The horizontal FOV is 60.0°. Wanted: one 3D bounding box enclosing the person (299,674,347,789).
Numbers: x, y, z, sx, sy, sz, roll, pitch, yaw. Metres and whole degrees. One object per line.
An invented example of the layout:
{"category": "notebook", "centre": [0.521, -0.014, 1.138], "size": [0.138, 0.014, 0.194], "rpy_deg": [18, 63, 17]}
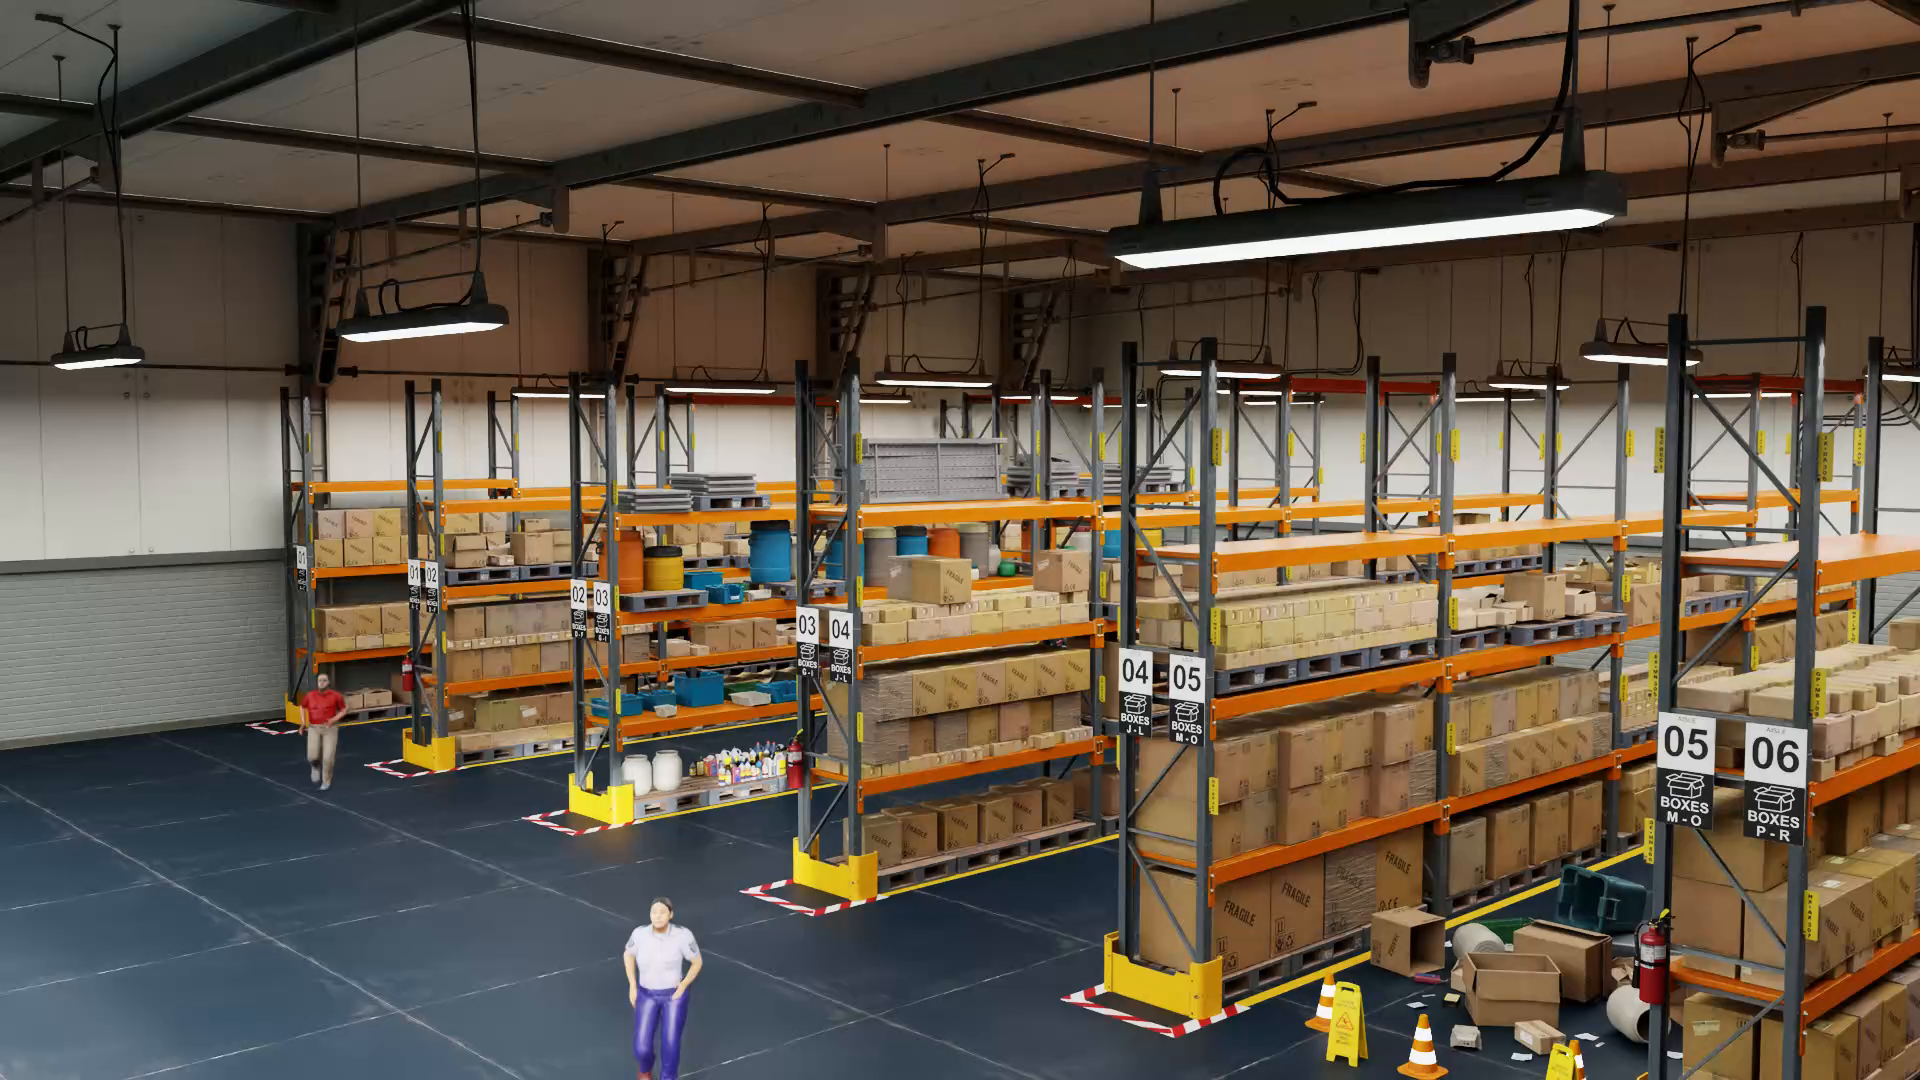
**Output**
{"category": "person", "centre": [-9.261, 2.786, 24.146], "size": [0.666, 1.685, 0.595], "rpy_deg": [-1, 4, -13]}

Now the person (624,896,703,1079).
{"category": "person", "centre": [-2.289, 3.544, 12.784], "size": [0.614, 1.615, 0.538], "rpy_deg": [0, 4, -5]}

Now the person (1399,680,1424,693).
{"category": "person", "centre": [6.453, 2.739, 23.703], "size": [0.687, 1.807, 0.981], "rpy_deg": [3, 5, 41]}

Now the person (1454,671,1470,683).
{"category": "person", "centre": [7.533, 2.708, 24.975], "size": [0.562, 1.660, 0.966], "rpy_deg": [3, 5, 43]}
